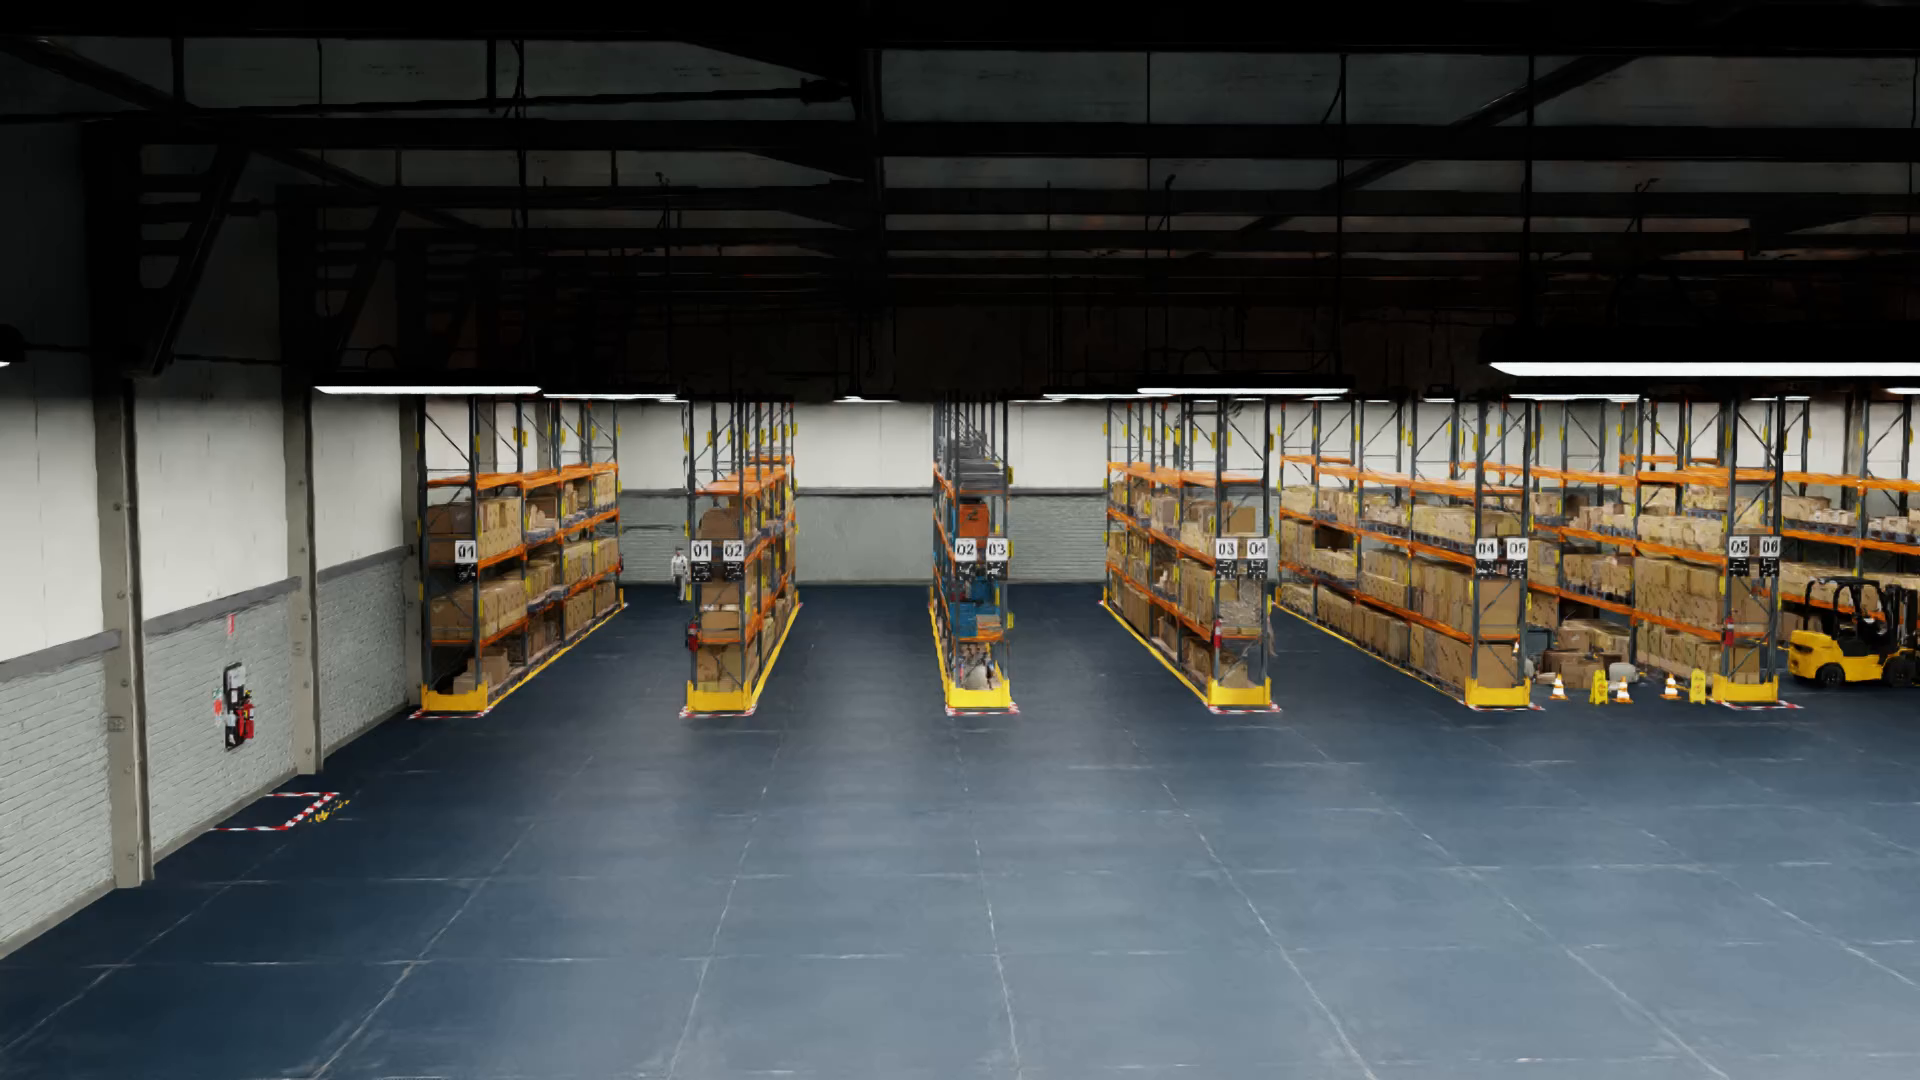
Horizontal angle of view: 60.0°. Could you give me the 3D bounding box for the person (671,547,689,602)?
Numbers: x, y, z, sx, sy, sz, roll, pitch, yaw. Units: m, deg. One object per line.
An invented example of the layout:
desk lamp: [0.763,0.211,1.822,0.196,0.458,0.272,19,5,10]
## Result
person: [-8.134,0.983,48.172,0.495,1.589,1.086,0,5,0]

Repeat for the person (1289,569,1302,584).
person: [9.972,0.791,49.098,0.464,1.715,0.712,-3,6,-36]

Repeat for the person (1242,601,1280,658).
person: [6.774,1.816,37.620,0.691,1.658,0.860,-2,5,-19]

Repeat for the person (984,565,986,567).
person: [0.721,0.871,49.565,0.609,1.604,0.814,-2,5,-18]
